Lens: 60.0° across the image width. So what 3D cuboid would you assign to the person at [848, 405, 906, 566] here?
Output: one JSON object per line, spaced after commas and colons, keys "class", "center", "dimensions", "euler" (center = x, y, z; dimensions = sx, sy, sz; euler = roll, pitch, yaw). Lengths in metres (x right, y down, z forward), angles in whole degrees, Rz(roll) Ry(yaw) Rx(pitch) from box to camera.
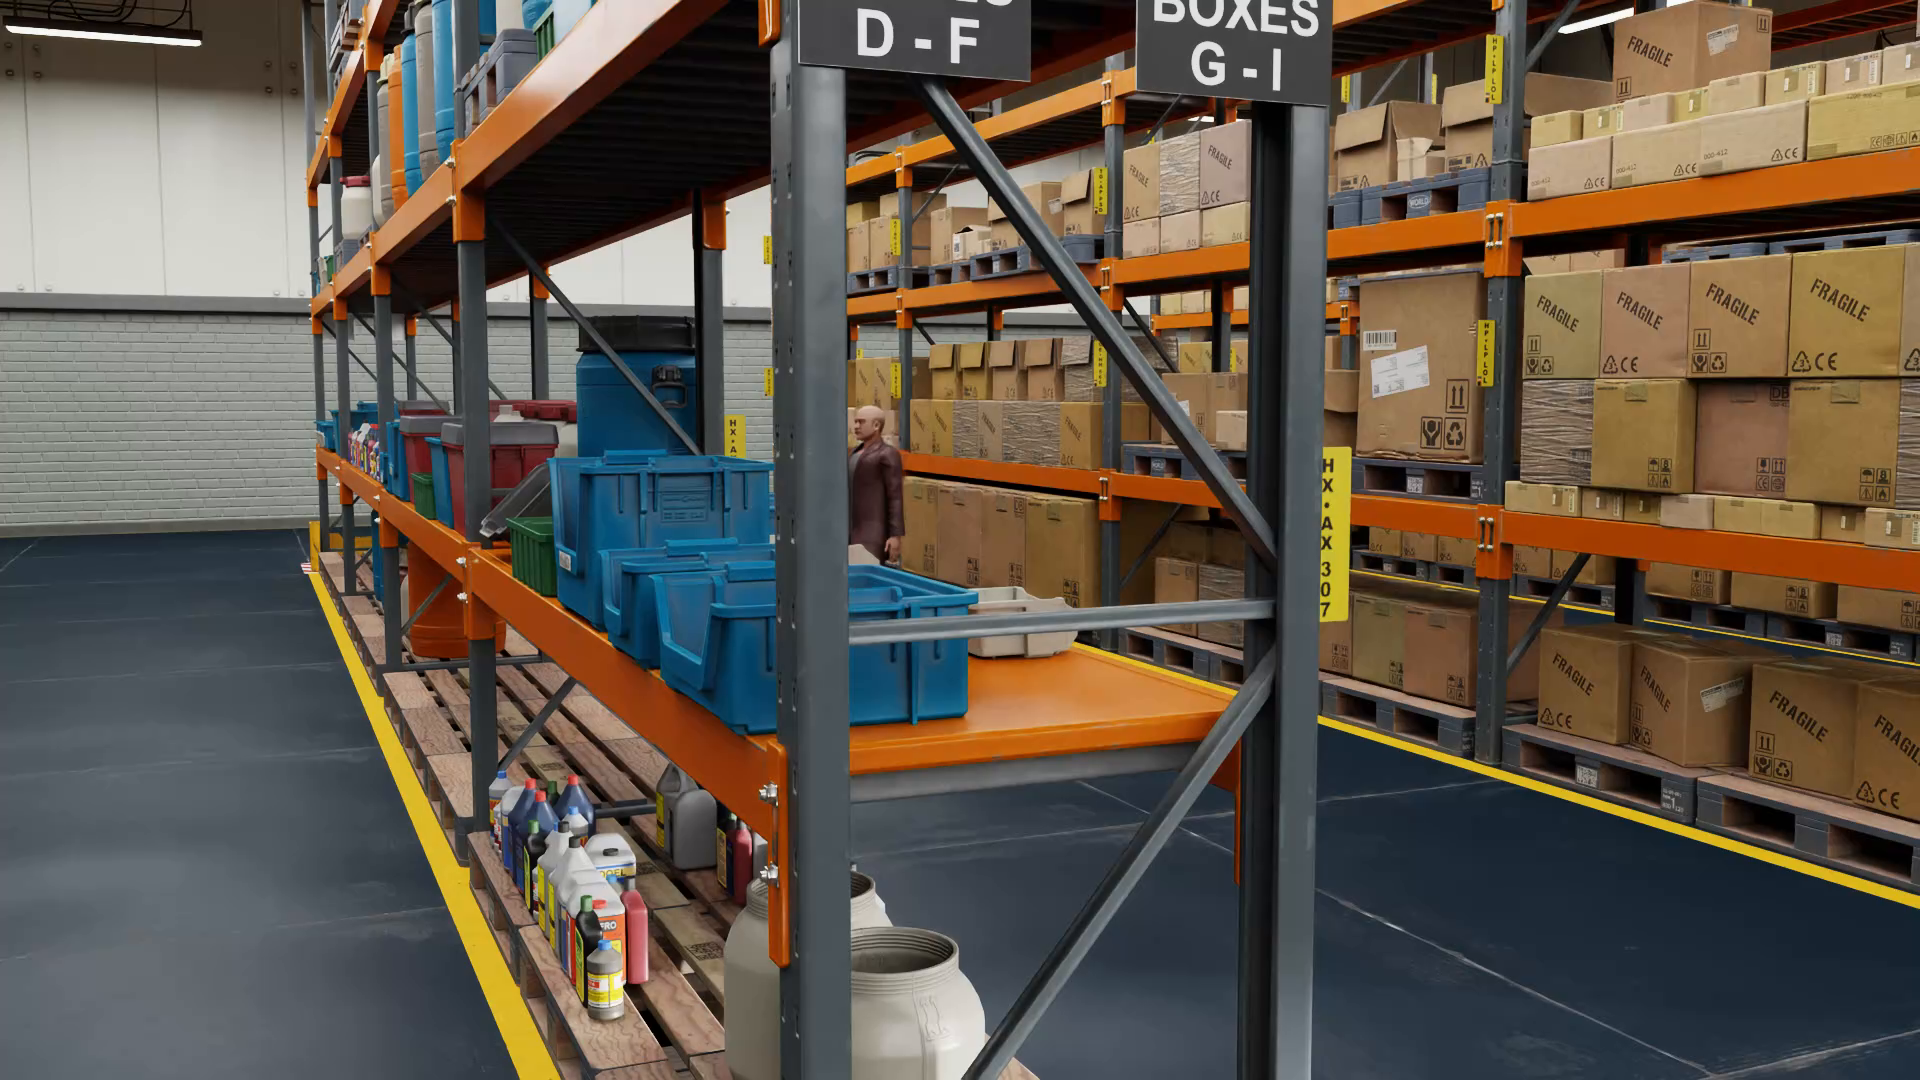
{"class": "person", "center": [-0.729, -0.030, 11.374], "dimensions": [0.742, 1.773, 0.614], "euler": [-3, 6, -32]}
